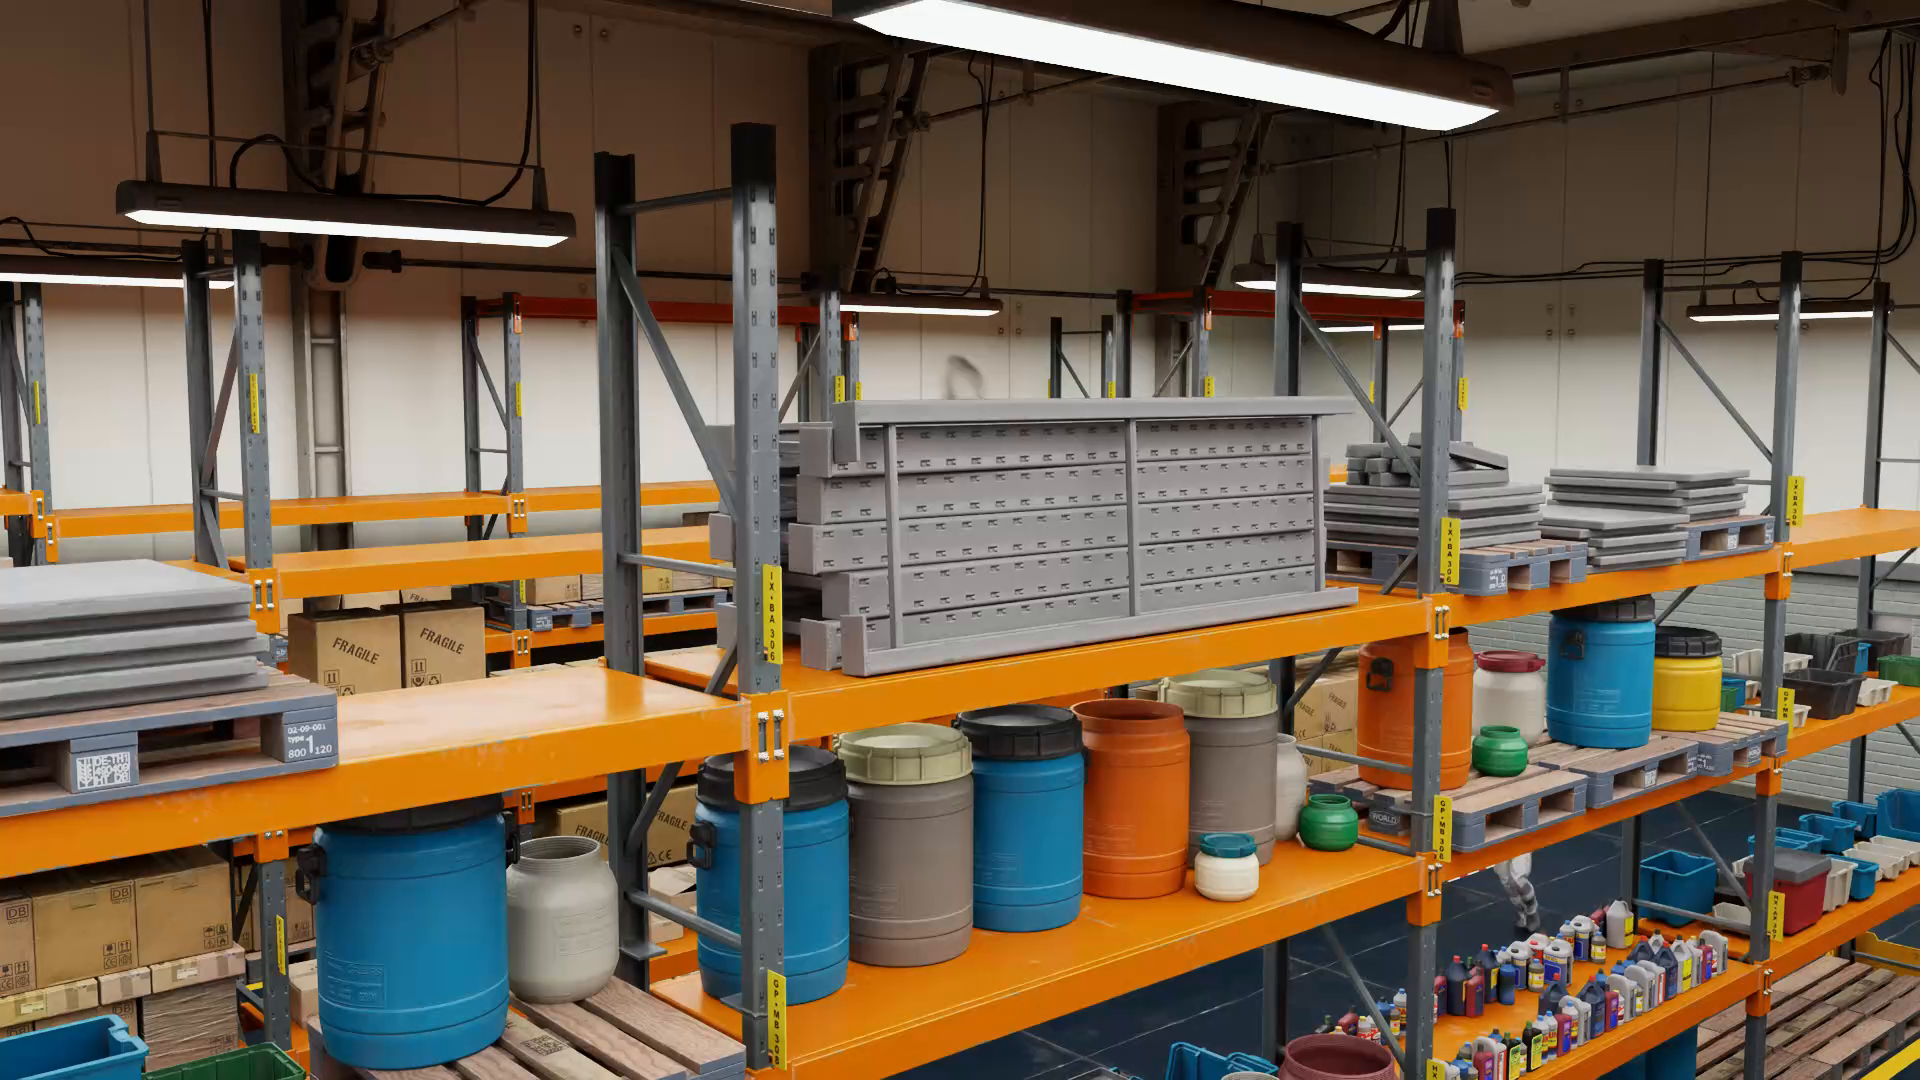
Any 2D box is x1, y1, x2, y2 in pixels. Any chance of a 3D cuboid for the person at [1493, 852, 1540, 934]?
[{"bbox_3d":[5.153,2.809,15.639,0.675,1.747,0.581,4,7,36],"label":"person"}]
